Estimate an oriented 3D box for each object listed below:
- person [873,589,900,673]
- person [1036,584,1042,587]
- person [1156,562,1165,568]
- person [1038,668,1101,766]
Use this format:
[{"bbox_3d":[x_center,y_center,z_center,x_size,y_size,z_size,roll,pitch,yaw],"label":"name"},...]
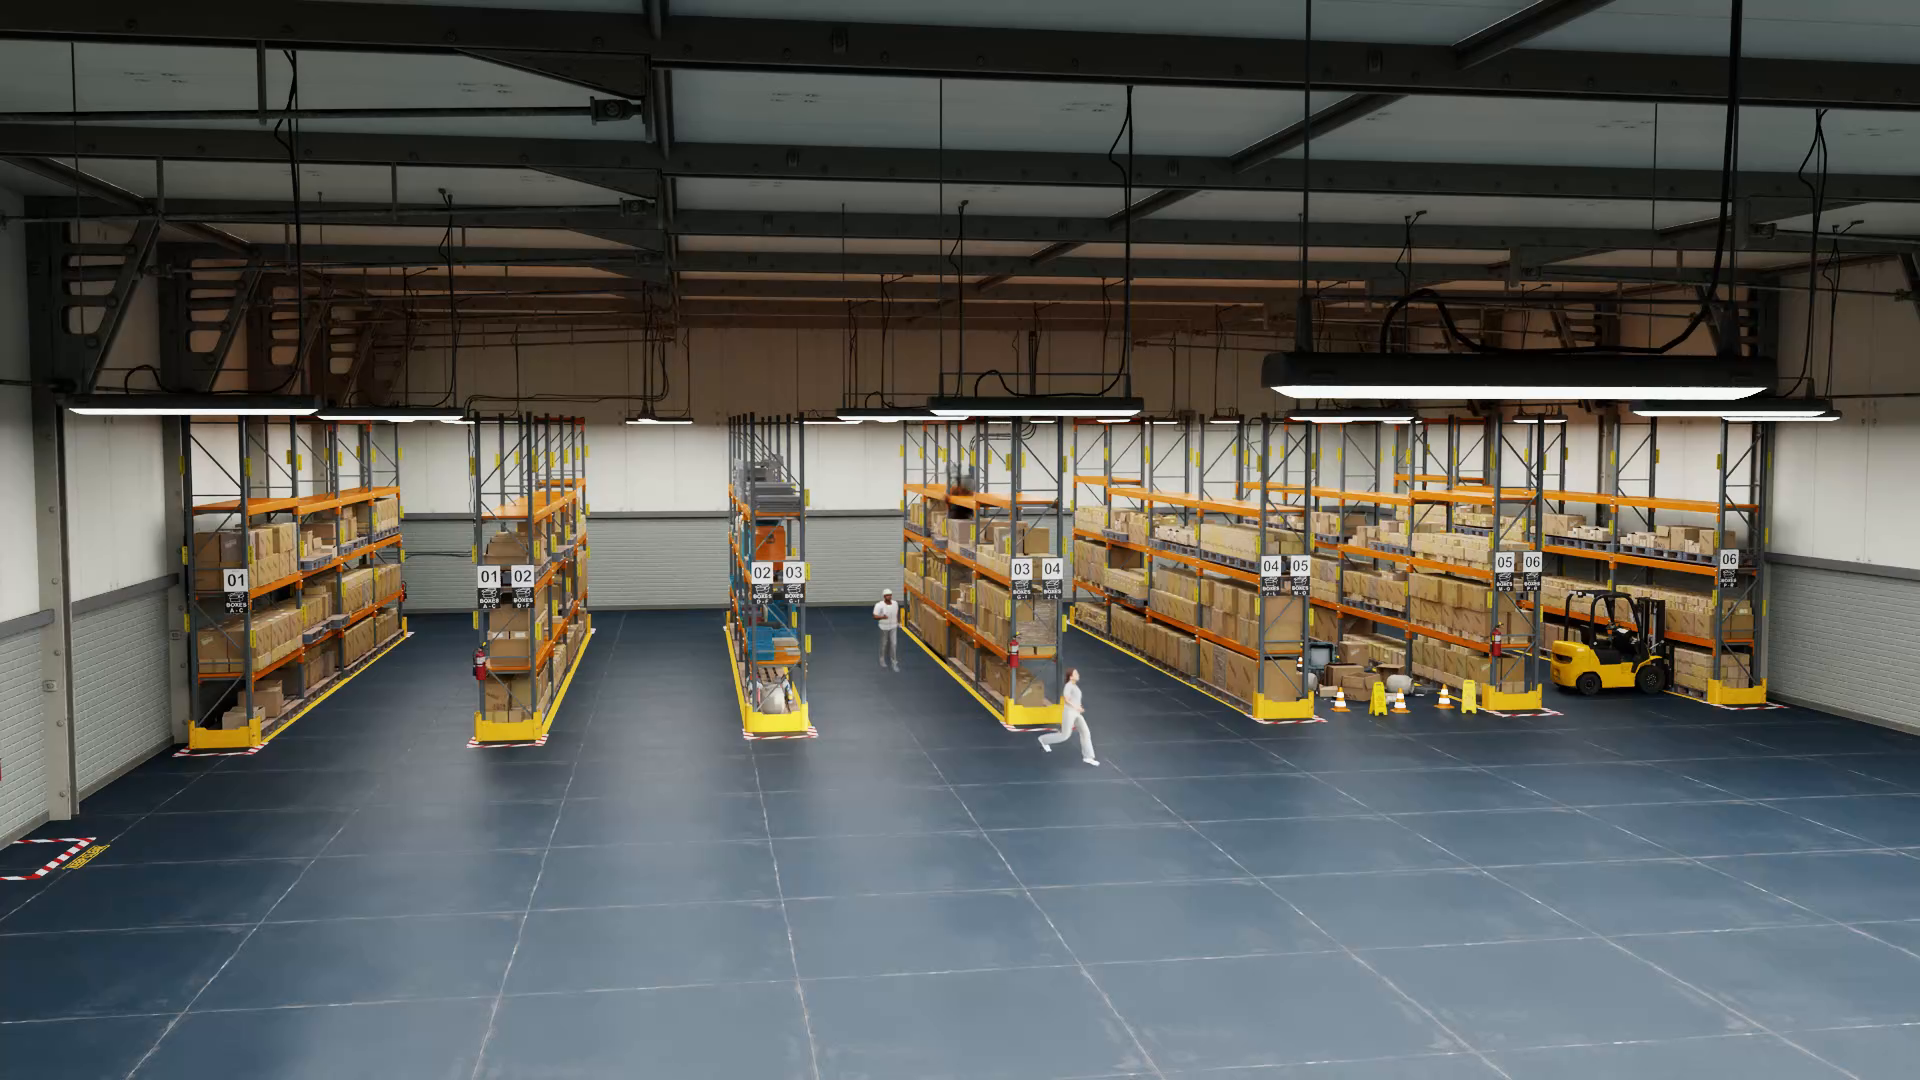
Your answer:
[{"bbox_3d":[-1.624,2.014,37.269,0.681,1.843,0.777,-1,4,-21],"label":"person"},{"bbox_3d":[2.234,1.738,47.245,0.709,1.579,0.704,0,4,-7],"label":"person"},{"bbox_3d":[5.943,1.491,49.998,0.528,1.653,0.589,-1,4,-7],"label":"person"},{"bbox_3d":[1.868,2.981,28.272,1.081,1.640,0.538,2,4,26],"label":"person"}]
